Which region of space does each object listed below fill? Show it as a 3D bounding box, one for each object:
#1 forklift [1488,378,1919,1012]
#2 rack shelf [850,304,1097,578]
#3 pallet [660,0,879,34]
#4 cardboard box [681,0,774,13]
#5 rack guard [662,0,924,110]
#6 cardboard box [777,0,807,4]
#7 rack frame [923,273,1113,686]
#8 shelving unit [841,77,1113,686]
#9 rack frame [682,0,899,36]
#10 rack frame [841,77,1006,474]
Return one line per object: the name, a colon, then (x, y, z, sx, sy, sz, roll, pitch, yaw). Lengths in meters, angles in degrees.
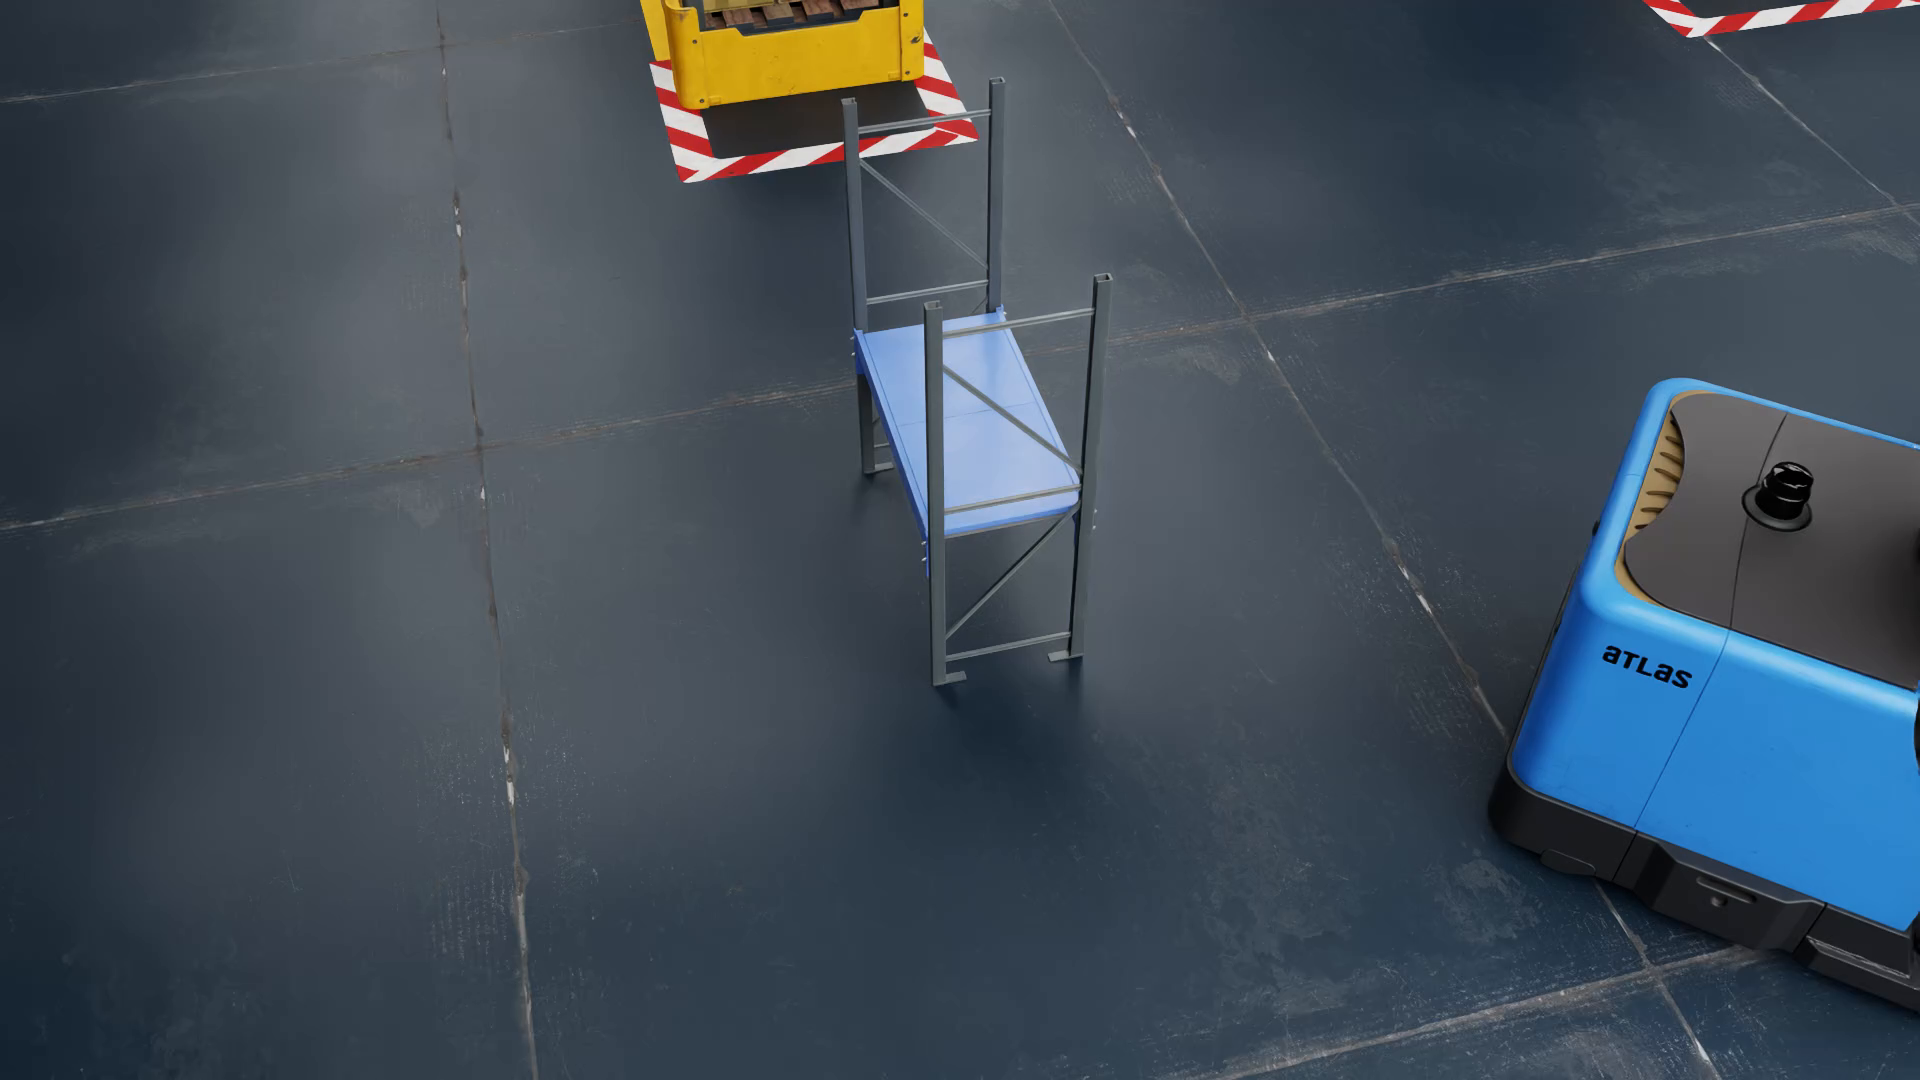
forklift: (3.091, 0.037, 3.662, 3.031, 2.935, 1.130, 21, 49, 19)
rack shelf: (0.022, -0.340, 5.285, 0.538, 0.185, 1.000, -11, 47, -10)
pallet: (-1.007, -2.820, 8.366, 1.003, 0.211, 1.213, -11, 47, -10)
cardboard box: (-1.194, -2.776, 8.002, 0.500, 0.250, 0.500, -11, 47, -10)
rack guard: (-0.765, -2.384, 7.736, 1.175, 0.500, 0.348, -11, 47, -10)
cardboard box: (-0.693, -2.871, 8.095, 0.500, 0.250, 0.500, -11, 47, -10)
rack frame: (0.152, -0.115, 4.813, 0.500, 1.500, 0.032, -11, 47, -10)
shelving unit: (0.022, -0.466, 5.157, 0.538, 1.500, 1.048, -11, 47, -10)
rack frame: (-0.771, -3.275, 6.860, 1.000, 3.000, 0.127, -11, 47, -10)
rack frame: (-0.108, -0.817, 5.501, 0.500, 1.500, 0.032, -11, 47, -10)
